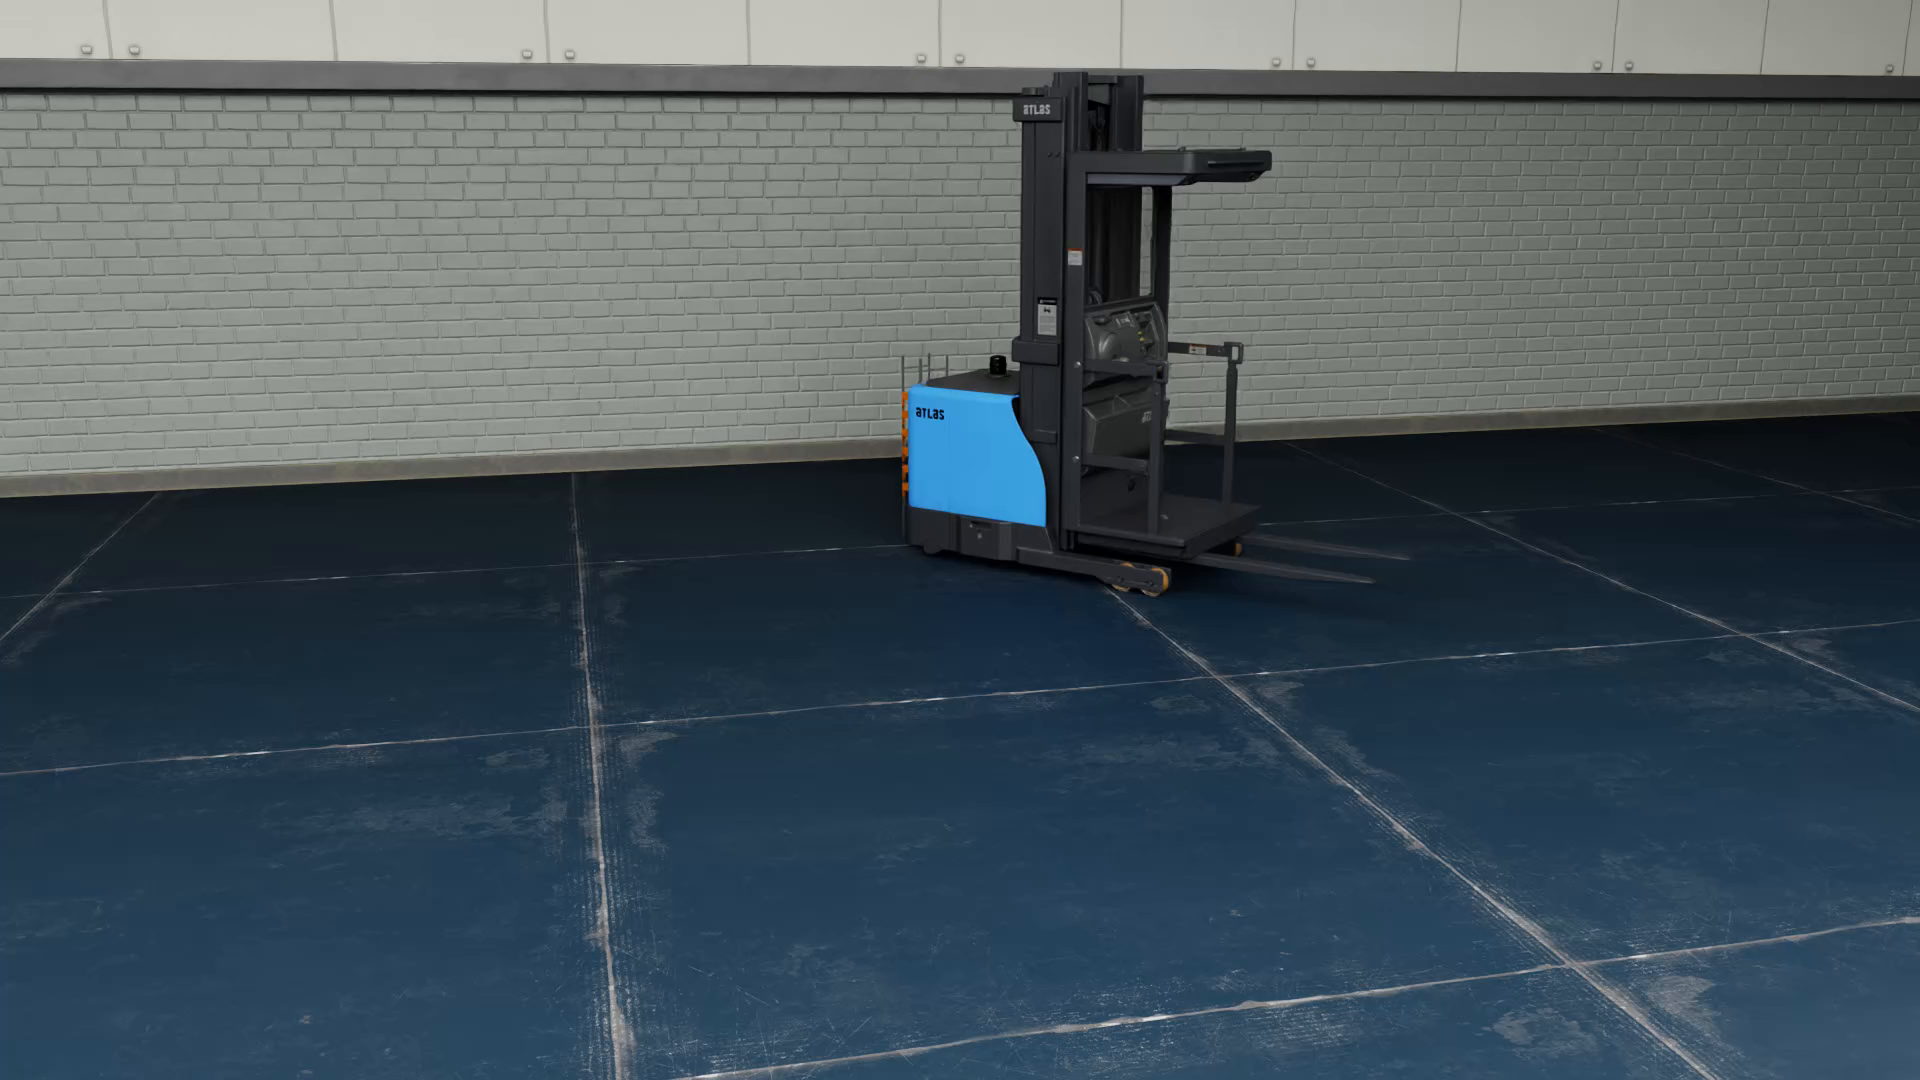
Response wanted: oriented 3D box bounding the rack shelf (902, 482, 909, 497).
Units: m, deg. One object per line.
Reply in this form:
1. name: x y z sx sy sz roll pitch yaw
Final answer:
1. rack shelf: -0.228 -0.333 10.961 0.258 0.103 0.180 -11 18 -39

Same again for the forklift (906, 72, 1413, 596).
1. forklift: 1.167 -1.241 9.833 3.031 2.935 1.130 9 16 33

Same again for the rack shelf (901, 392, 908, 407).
1. rack shelf: -0.227 -0.916 10.819 0.258 0.103 0.180 -11 18 -39

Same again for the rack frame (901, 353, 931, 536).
1. rack frame: -0.286 -0.626 10.962 0.240 1.200 0.006 -11 18 -39

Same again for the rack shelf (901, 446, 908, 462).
1. rack shelf: -0.228 -0.566 10.904 0.258 0.103 0.180 -11 18 -39

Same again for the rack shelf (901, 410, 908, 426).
1. rack shelf: -0.227 -0.800 10.847 0.258 0.103 0.180 -11 18 -39

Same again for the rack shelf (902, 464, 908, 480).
1. rack shelf: -0.228 -0.450 10.933 0.258 0.103 0.180 -11 18 -39

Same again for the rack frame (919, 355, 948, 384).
1. rack frame: -0.169 -0.593 10.825 0.240 1.200 0.006 -11 18 -39

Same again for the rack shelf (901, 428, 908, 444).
1. rack shelf: -0.228 -0.683 10.876 0.258 0.103 0.180 -11 18 -39

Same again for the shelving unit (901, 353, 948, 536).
1. shelving unit: -0.228 -0.610 10.894 0.258 1.200 0.189 -11 18 -39
